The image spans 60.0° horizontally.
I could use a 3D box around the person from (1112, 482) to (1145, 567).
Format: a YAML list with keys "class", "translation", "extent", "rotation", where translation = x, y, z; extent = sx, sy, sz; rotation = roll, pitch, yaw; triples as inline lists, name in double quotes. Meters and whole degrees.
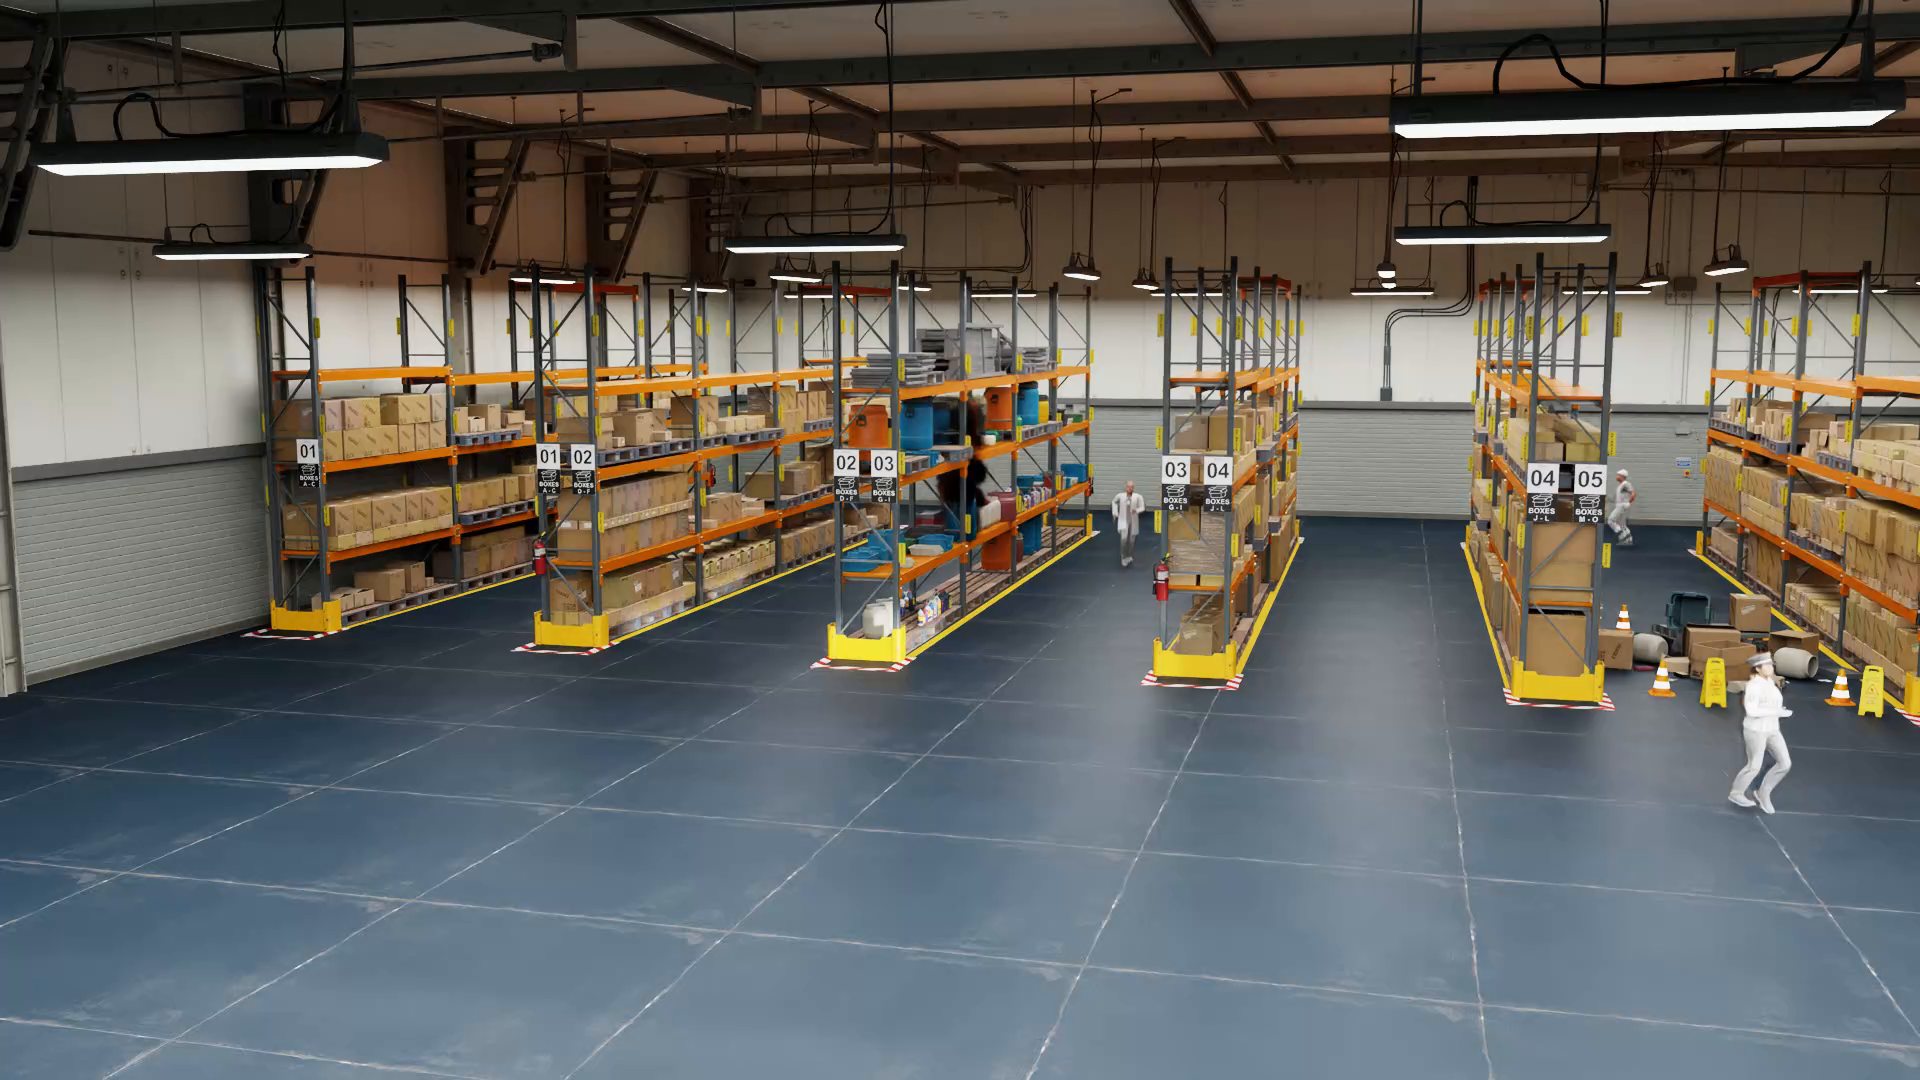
- class: "person"
  translation: [3.569, -0.333, 35.204]
  extent: [0.667, 1.820, 0.889]
  rotation: [0, 7, 2]

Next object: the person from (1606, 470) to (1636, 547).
- class: "person"
  translation: [15.205, -0.737, 38.346]
  extent: [0.664, 1.770, 0.645]
  rotation: [2, 8, 15]

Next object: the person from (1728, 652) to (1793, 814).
- class: "person"
  translation: [8.324, 2.000, 17.196]
  extent: [0.593, 1.723, 0.651]
  rotation: [-5, 9, -32]
